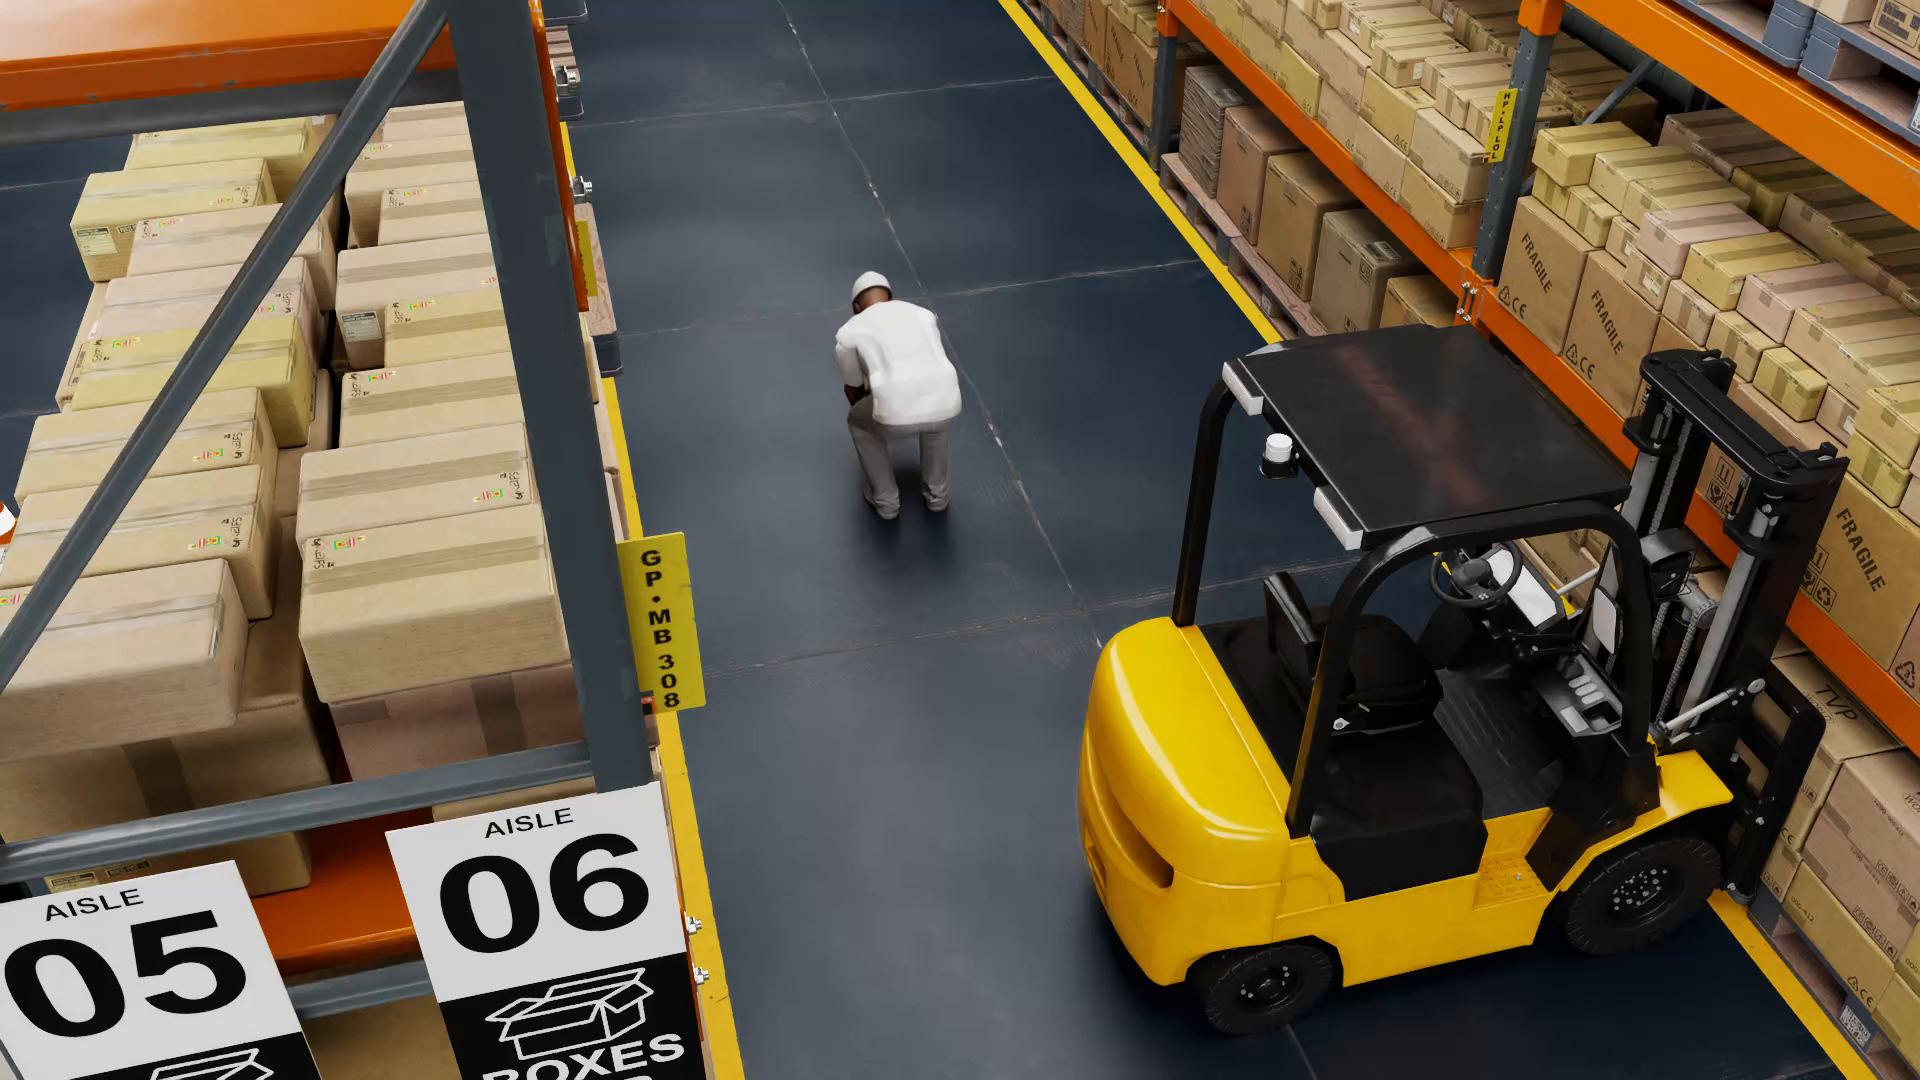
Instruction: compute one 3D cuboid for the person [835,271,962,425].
[{"bbox_3d":[-0.325,-0.767,8.137,0.506,0.824,0.956,-11,39,-14],"label":"person"}]
